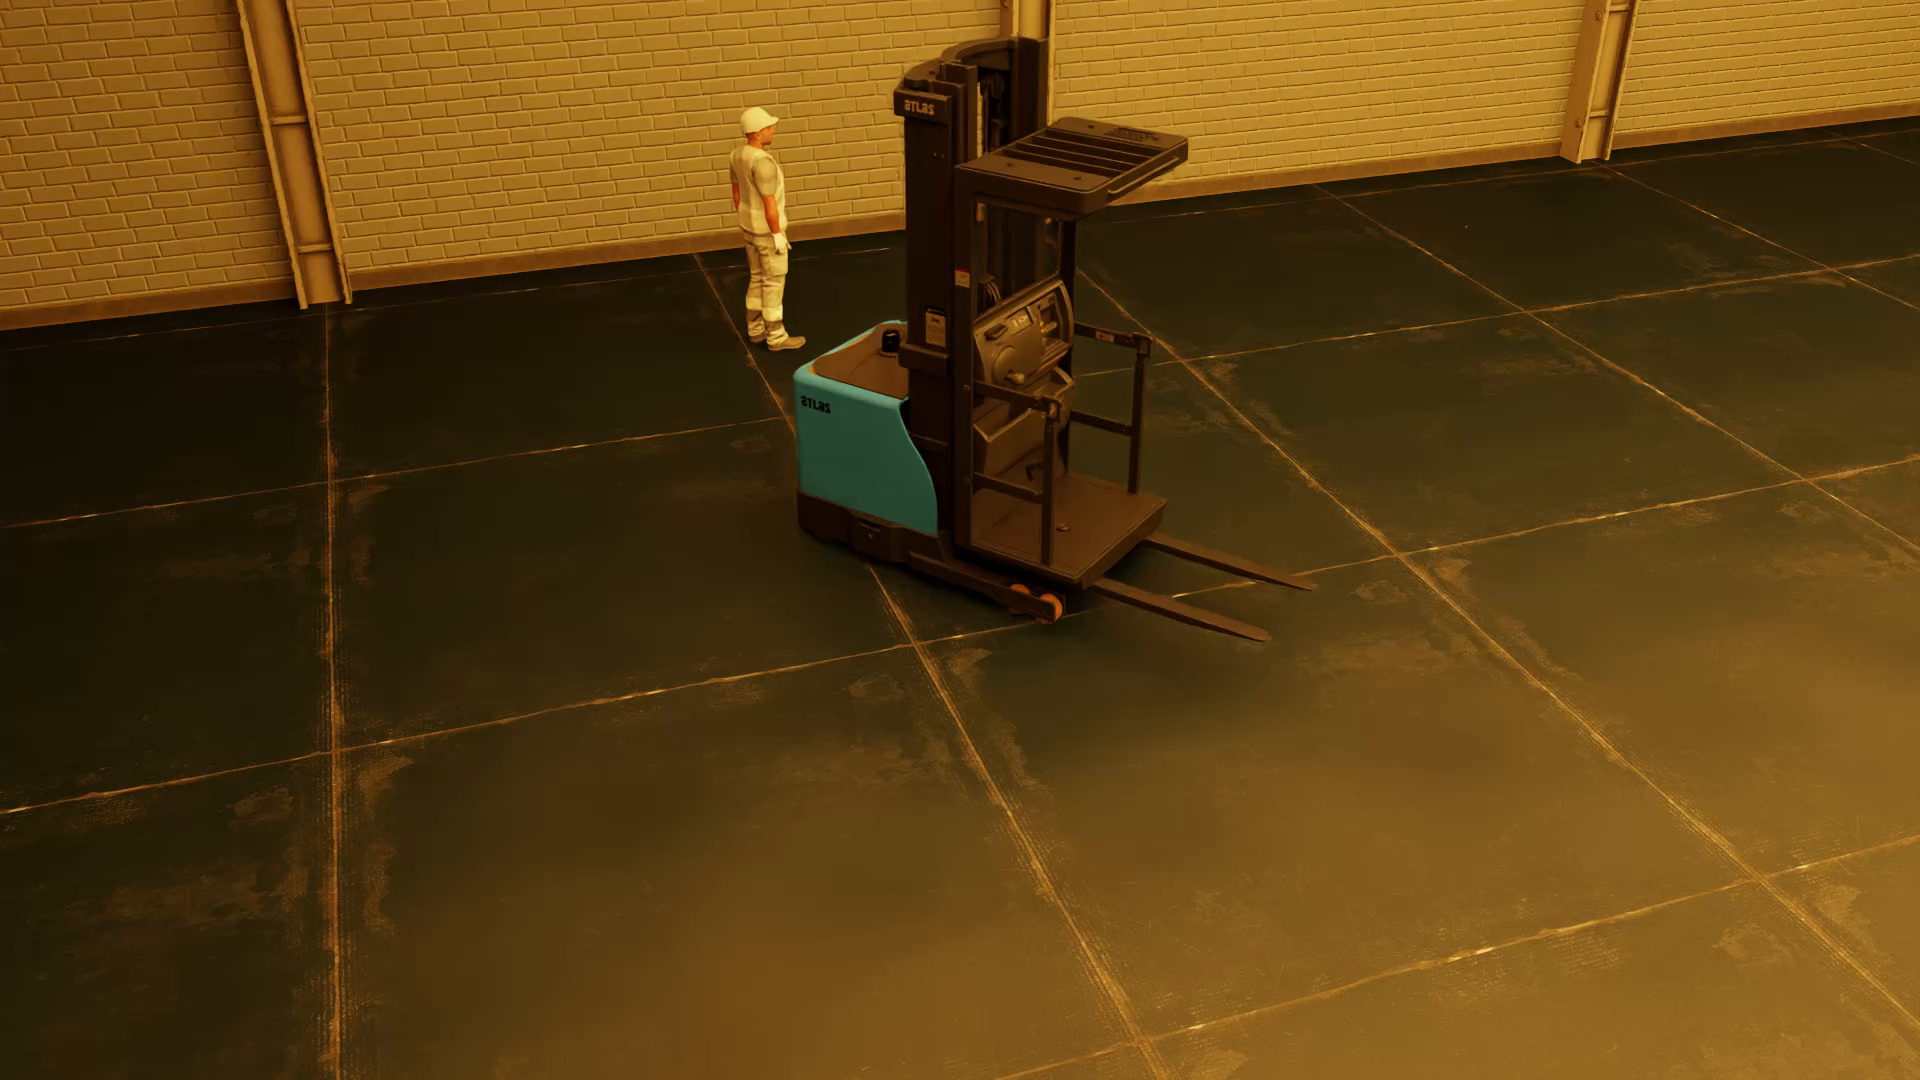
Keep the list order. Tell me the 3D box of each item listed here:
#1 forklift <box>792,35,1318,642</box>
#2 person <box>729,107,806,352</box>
[{"bbox_3d":[0.526,-1.106,9.009,3.031,2.935,1.130,18,35,29],"label":"forklift"},{"bbox_3d":[-1.420,-2.281,12.196,0.364,1.795,0.580,-19,35,-30],"label":"person"}]
